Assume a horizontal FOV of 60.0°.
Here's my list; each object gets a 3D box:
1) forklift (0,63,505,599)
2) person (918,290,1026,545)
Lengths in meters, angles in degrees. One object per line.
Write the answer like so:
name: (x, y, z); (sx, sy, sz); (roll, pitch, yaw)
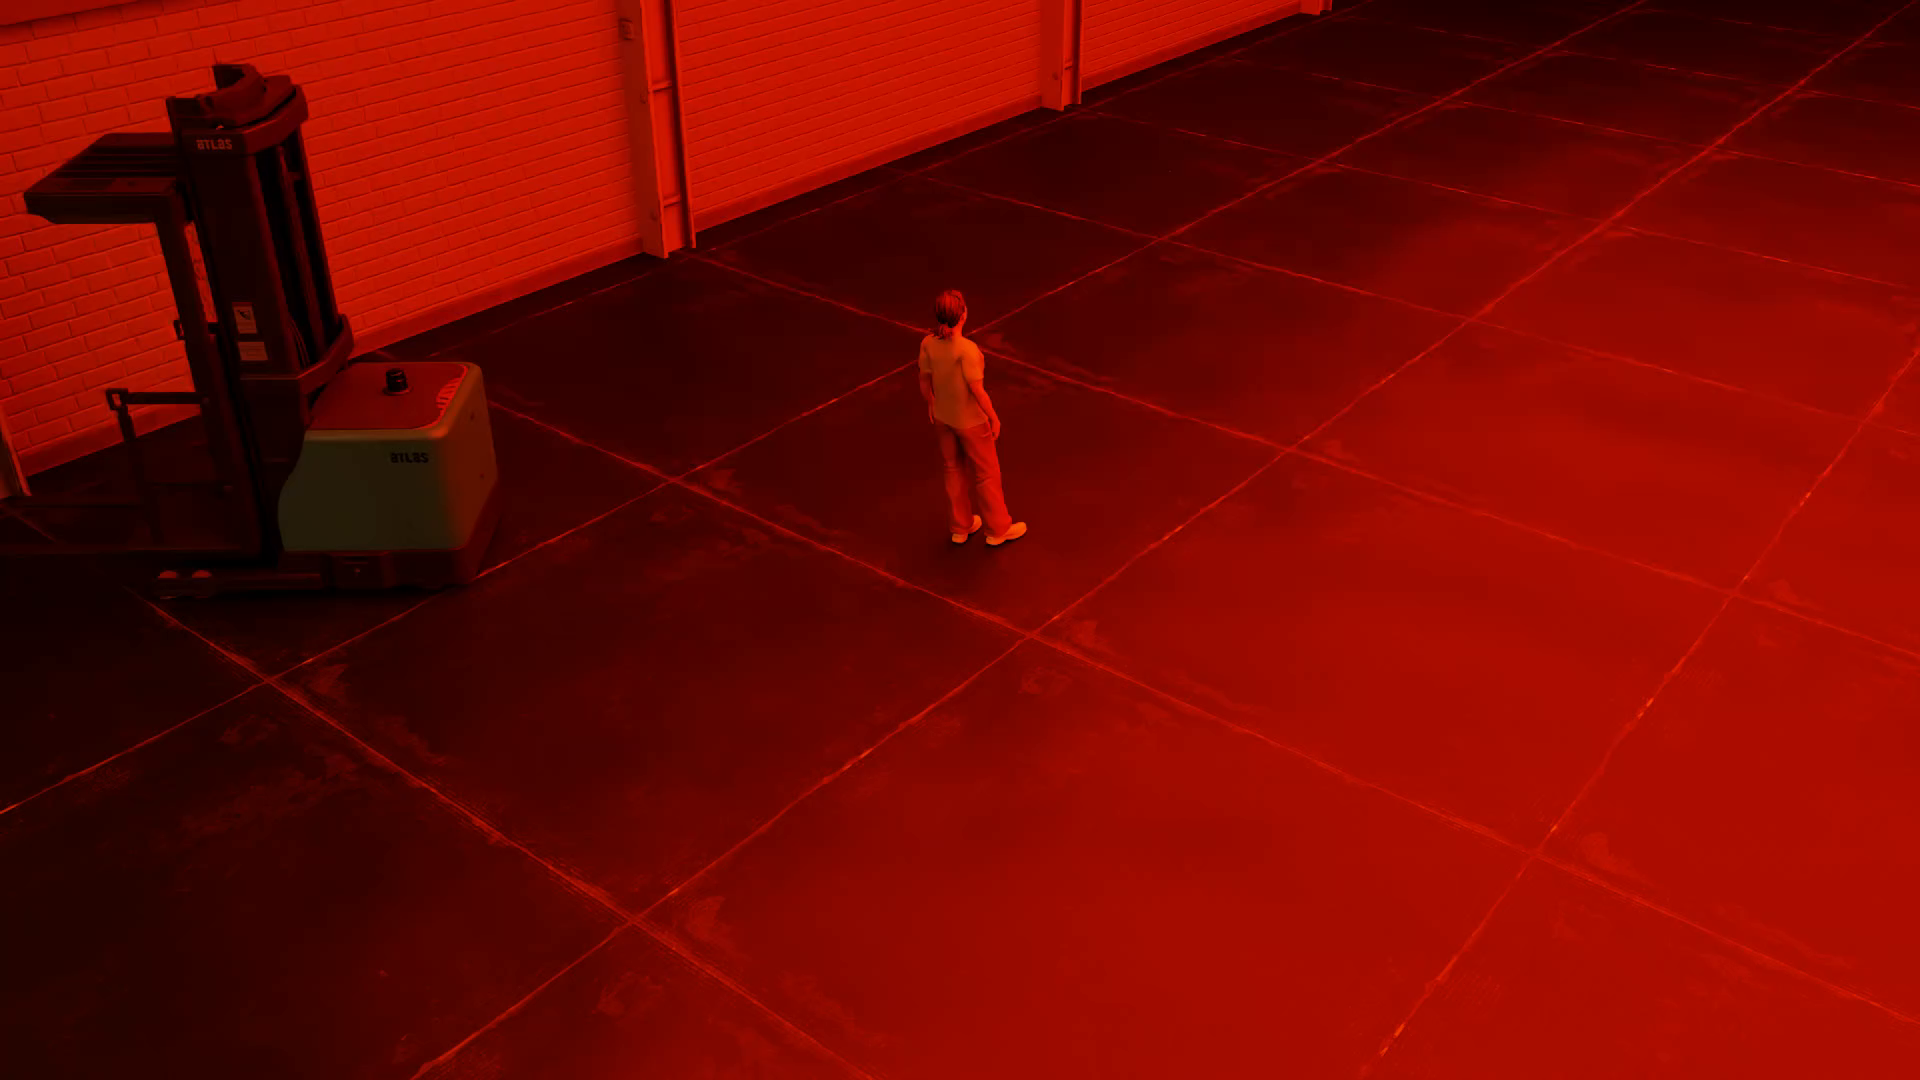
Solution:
forklift: (-4.436, -1.183, 9.619); (3.031, 2.935, 1.130); (-1, 30, -1)
person: (0.055, -0.755, 10.117); (0.554, 1.673, 0.548); (22, 37, 33)
